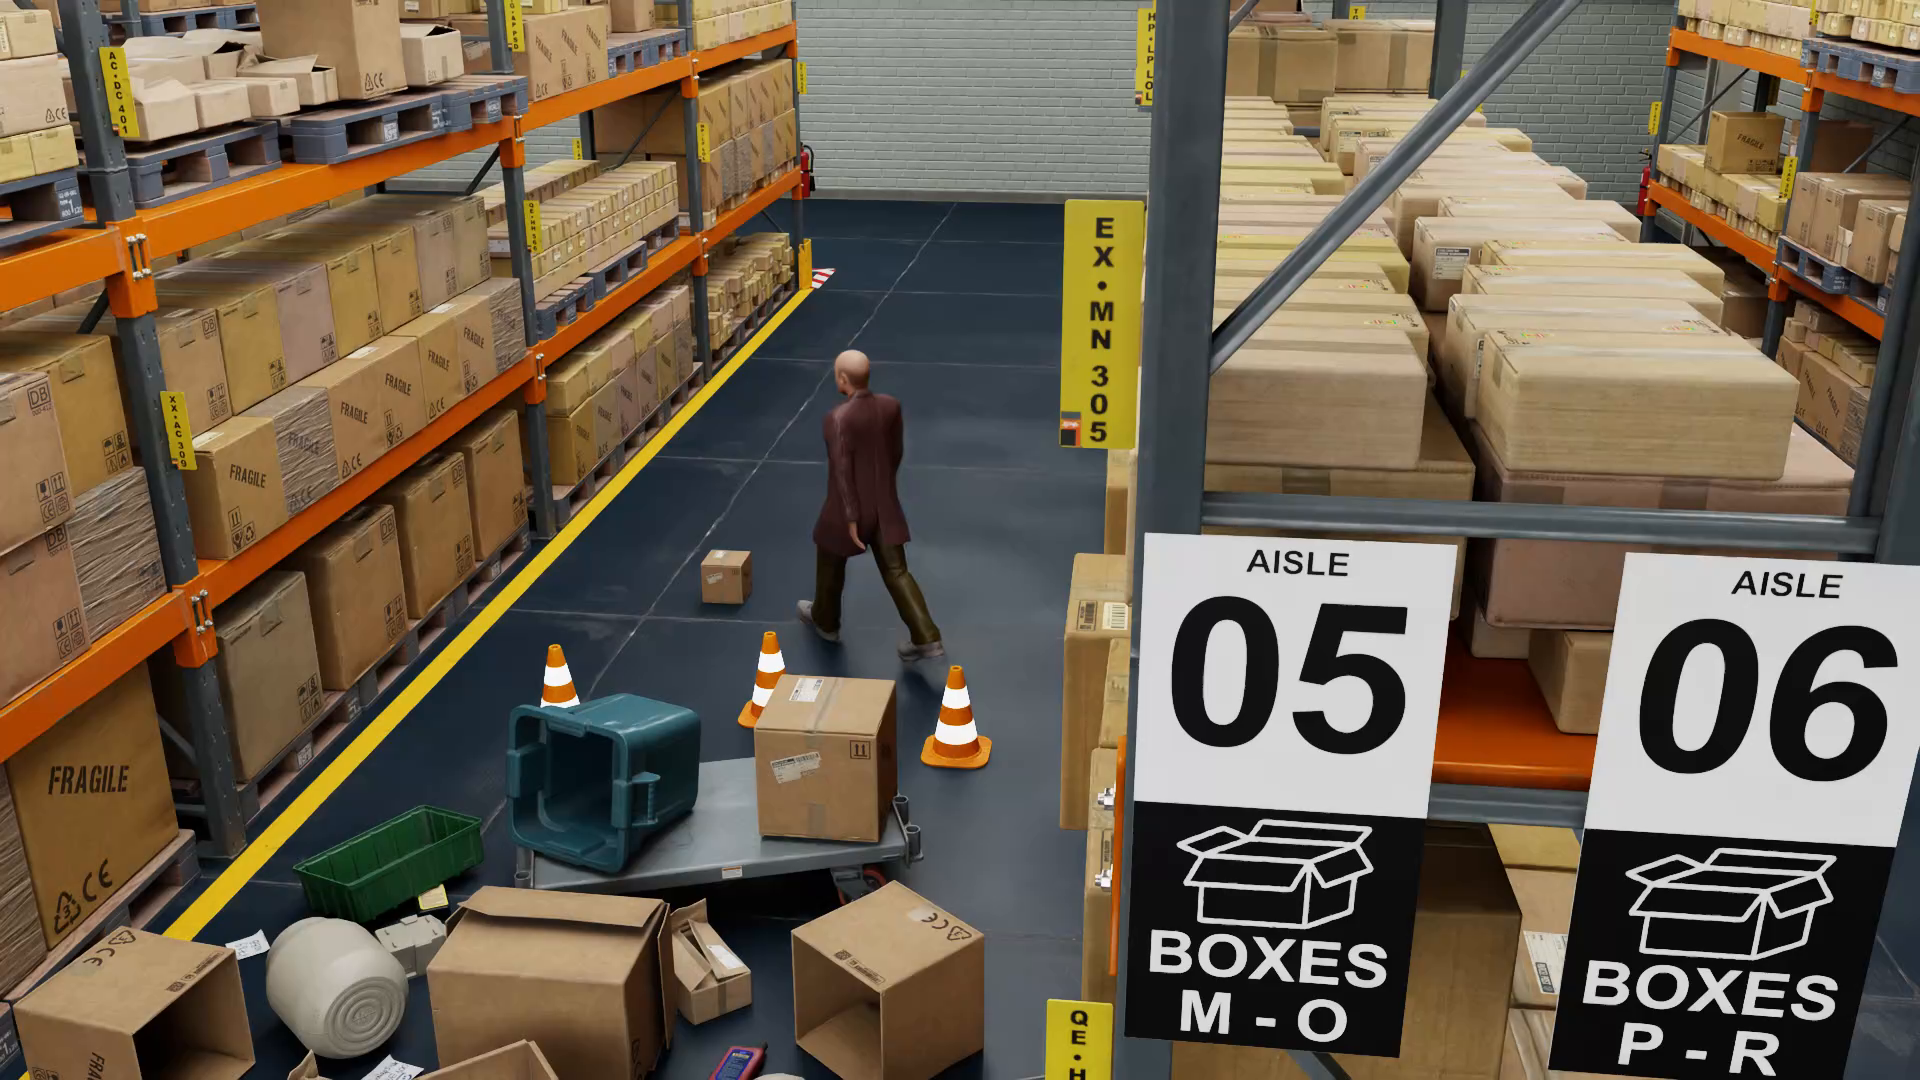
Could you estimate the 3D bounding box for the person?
[{"bbox_3d":[-0.512,-0.187,9.128,0.548,1.733,1.175,-15,26,-35],"label":"person"}]
